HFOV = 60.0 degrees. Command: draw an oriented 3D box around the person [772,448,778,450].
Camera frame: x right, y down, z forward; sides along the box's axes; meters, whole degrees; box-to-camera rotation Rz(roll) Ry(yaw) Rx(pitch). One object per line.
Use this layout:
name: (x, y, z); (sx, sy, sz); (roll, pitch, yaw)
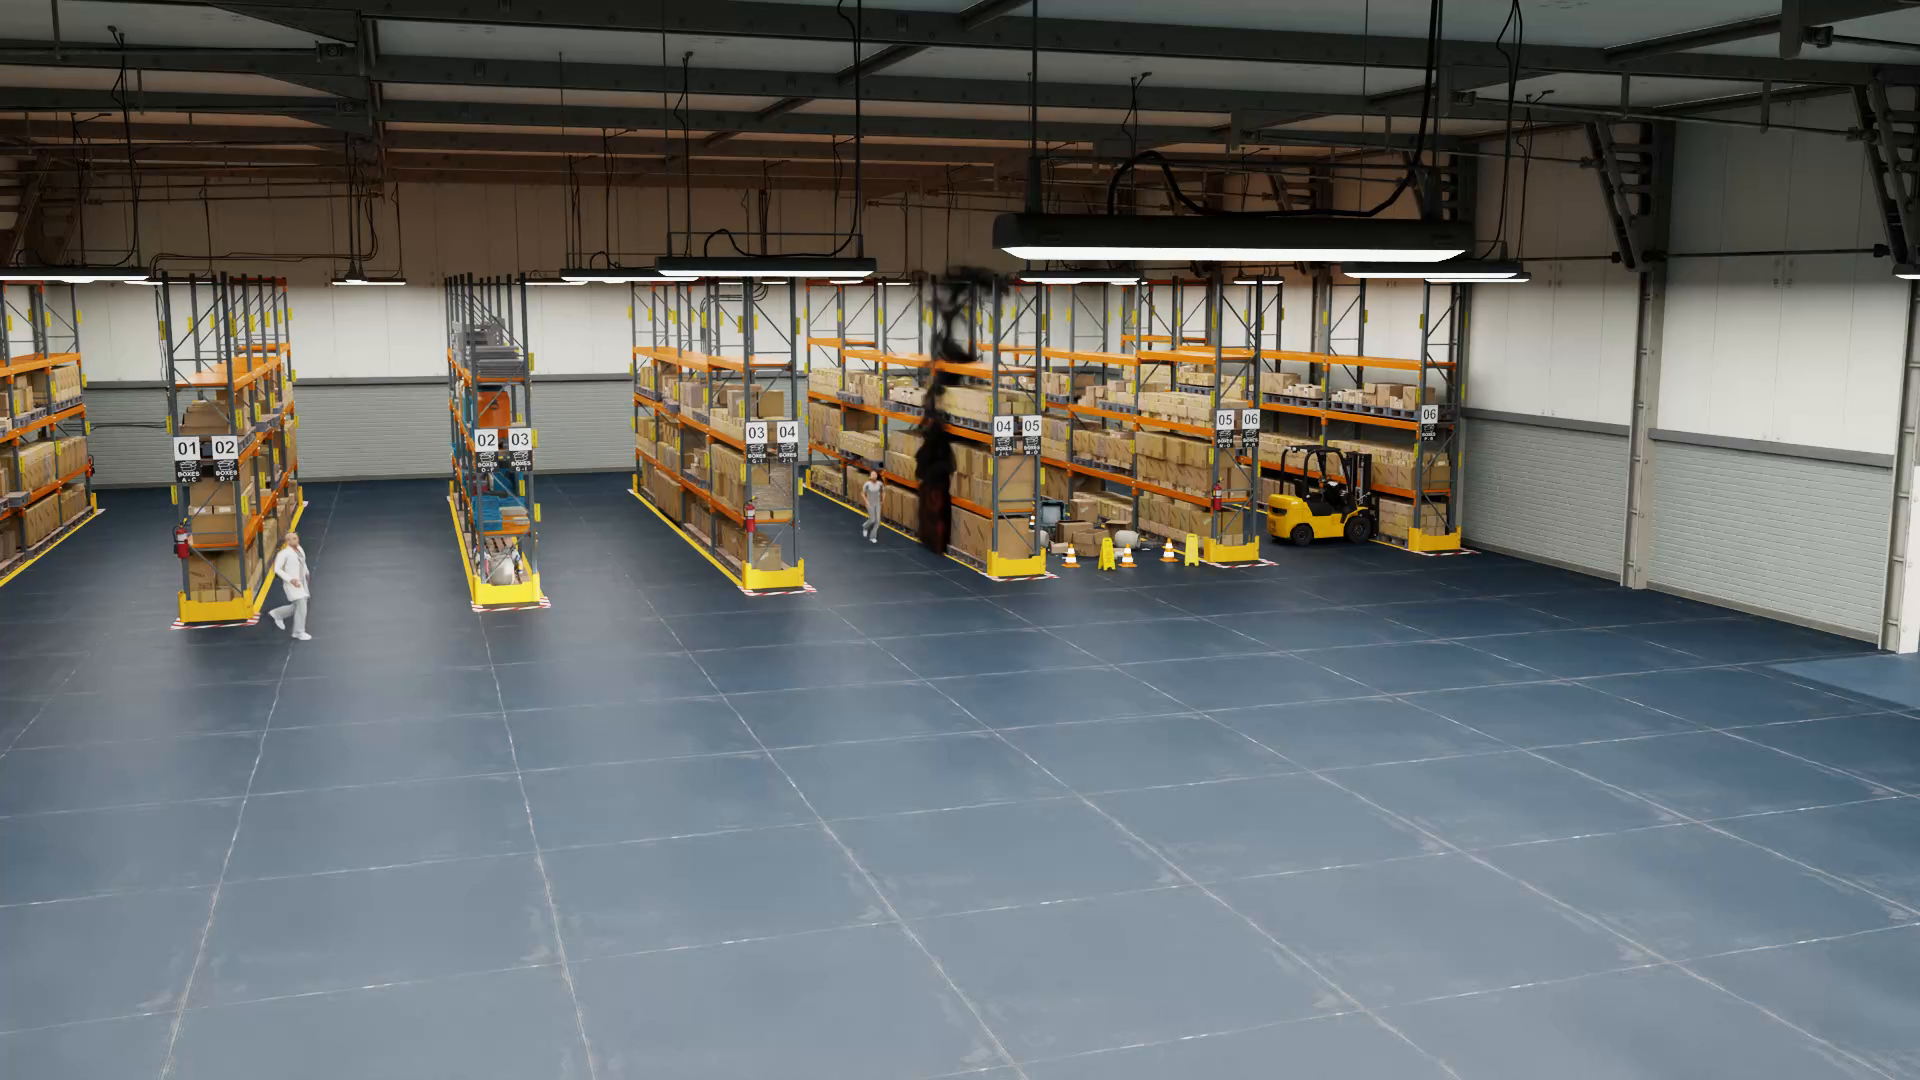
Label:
person: (-5.447, -2.254, 47.528); (0.708, 1.697, 0.755); (1, 9, 4)

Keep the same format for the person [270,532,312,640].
person: (-11.044, 0.786, 27.405); (0.764, 1.691, 0.725); (2, 9, 13)

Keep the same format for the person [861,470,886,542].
person: (-1.960, -0.771, 37.885); (0.560, 1.623, 0.604); (-3, 9, -20)
